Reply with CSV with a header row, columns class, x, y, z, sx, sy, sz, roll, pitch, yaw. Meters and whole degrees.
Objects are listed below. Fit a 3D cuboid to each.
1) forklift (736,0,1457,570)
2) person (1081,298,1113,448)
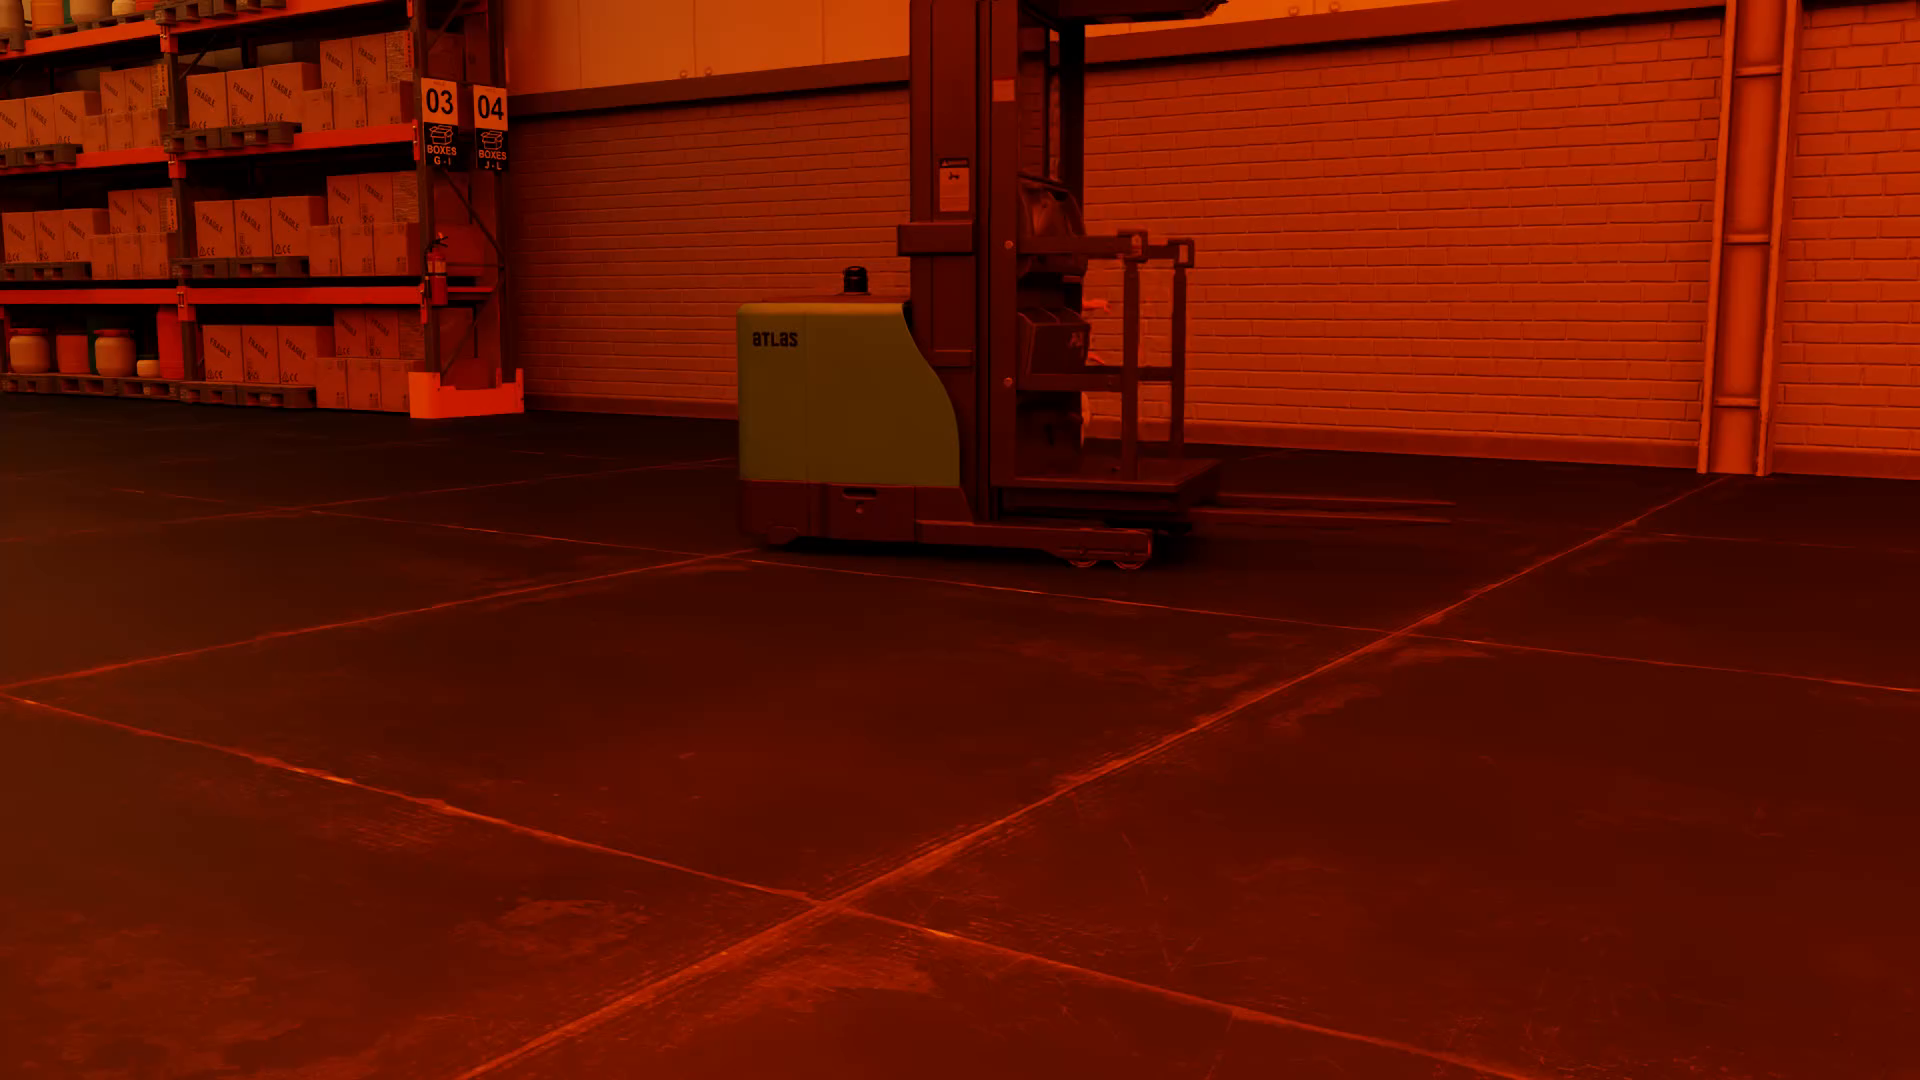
class,x,y,z,sx,sy,sz,roll,pitch,yaw
forklift,0.589,-1.412,7.119,3.031,2.935,1.130,3,9,18
person,0.570,-0.962,9.489,0.950,1.398,0.730,-4,9,-28
